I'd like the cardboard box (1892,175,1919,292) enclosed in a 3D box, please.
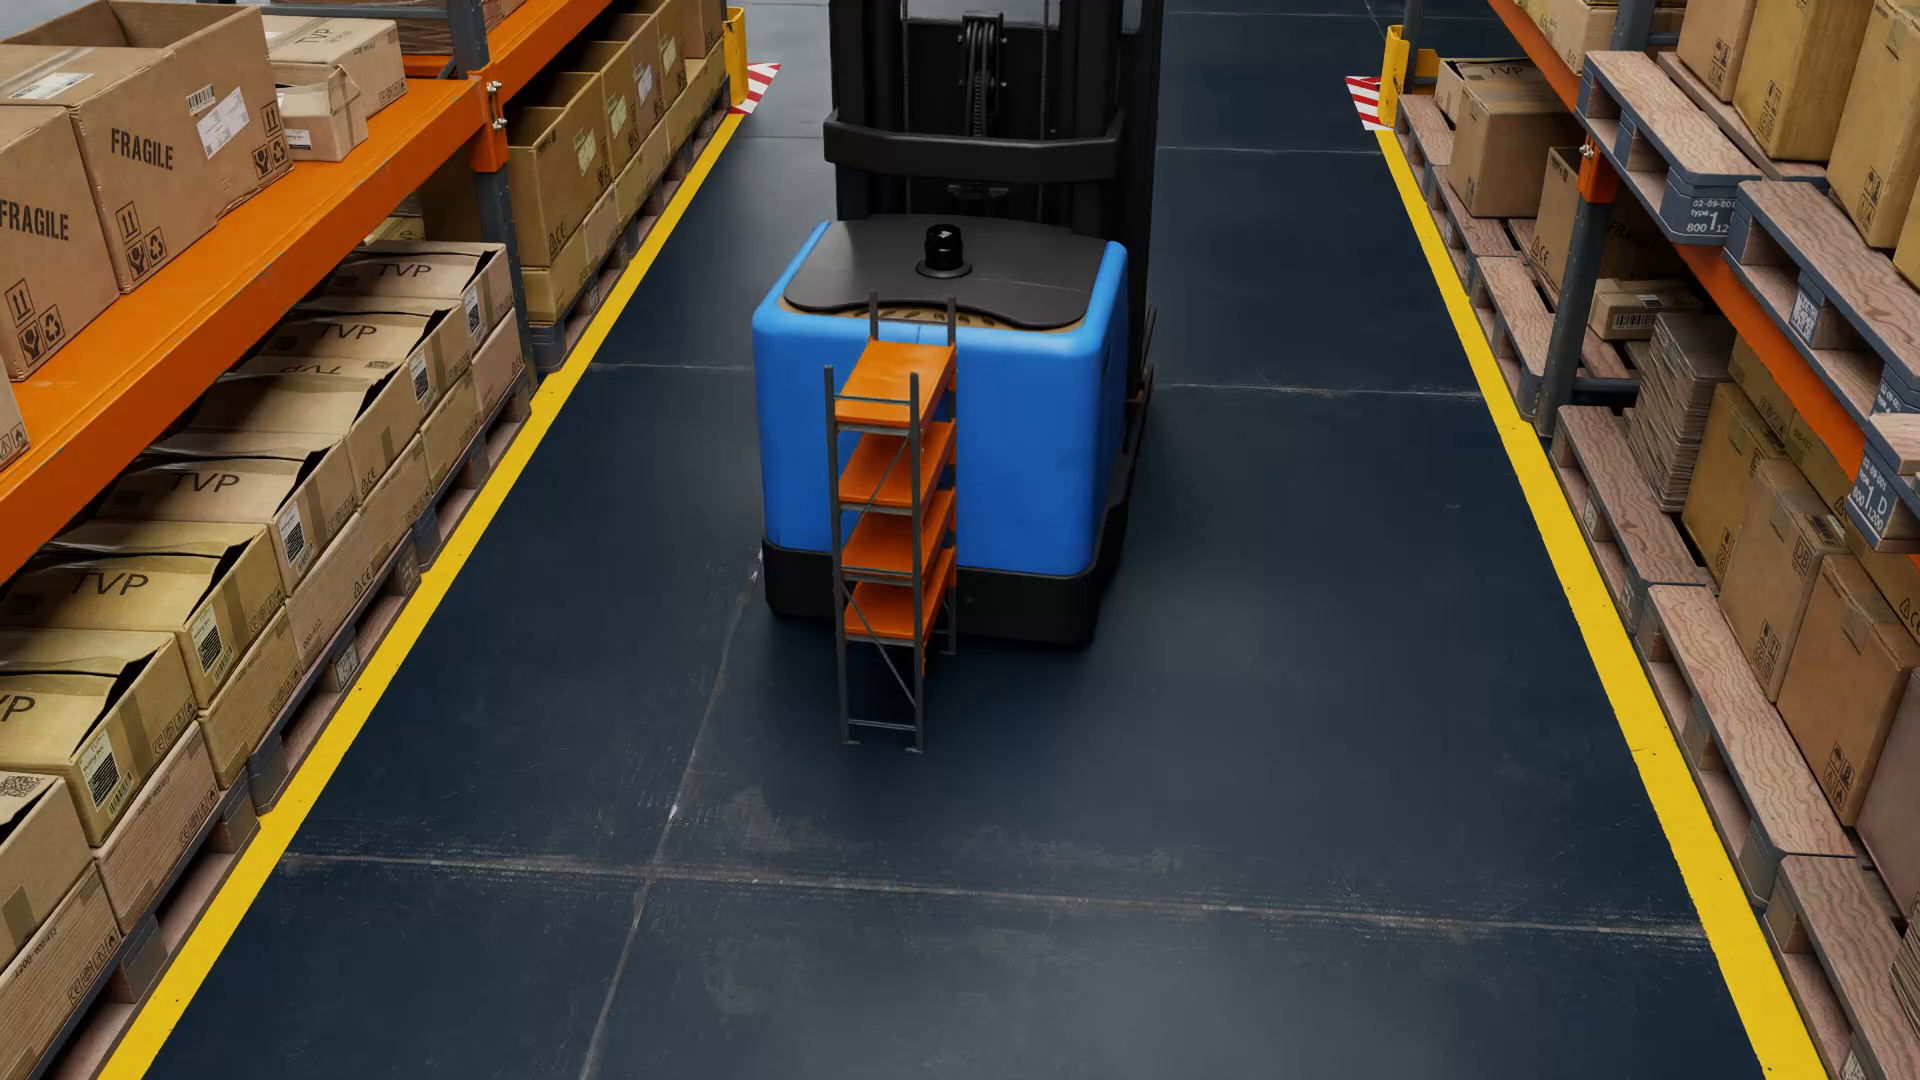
[{"bbox_3d":[2.507,-0.710,3.529,0.700,0.500,0.500,2,32,4],"label":"cardboard box"}]

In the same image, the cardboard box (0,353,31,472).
[{"bbox_3d":[-2.272,-0.213,3.321,0.500,0.311,0.500,2,32,3],"label":"cardboard box"}]

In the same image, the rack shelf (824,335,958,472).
[{"bbox_3d":[-0.177,-0.374,4.464,0.258,0.148,0.480,6,32,9],"label":"rack shelf"}]

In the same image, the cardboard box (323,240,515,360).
[{"bbox_3d":[-1.960,-0.906,6.047,0.500,0.311,0.500,2,32,4],"label":"cardboard box"}]

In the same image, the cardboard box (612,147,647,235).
[{"bbox_3d":[-1.781,-1.643,7.778,0.500,0.250,0.500,2,32,4],"label":"cardboard box"}]

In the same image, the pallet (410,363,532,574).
[{"bbox_3d":[-2.234,-0.309,6.050,1.003,0.211,1.213,2,32,4],"label":"pallet"}]

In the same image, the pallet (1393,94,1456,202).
[{"bbox_3d":[2.943,-2.115,8.981,1.003,0.211,1.213,2,32,4],"label":"pallet"}]

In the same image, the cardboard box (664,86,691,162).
[{"bbox_3d":[-1.704,-2.166,8.627,0.500,0.250,0.500,2,32,4],"label":"cardboard box"}]

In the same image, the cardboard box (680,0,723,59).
[{"bbox_3d":[-1.634,-3.009,9.279,0.500,0.500,0.500,2,32,4],"label":"cardboard box"}]

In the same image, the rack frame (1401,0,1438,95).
[{"bbox_3d":[3.051,-3.765,9.000,1.000,3.000,0.127,2,32,4],"label":"rack frame"}]

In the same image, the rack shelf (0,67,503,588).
[{"bbox_3d":[-2.375,-0.531,4.438,1.077,0.370,4.000,2,32,4],"label":"rack shelf"}]

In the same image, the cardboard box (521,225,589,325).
[{"bbox_3d":[-1.873,-1.121,6.930,0.500,0.250,0.500,2,32,4],"label":"cardboard box"}]

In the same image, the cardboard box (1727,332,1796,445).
[{"bbox_3d":[2.649,-0.500,4.950,0.500,0.250,0.500,2,32,3],"label":"cardboard box"}]

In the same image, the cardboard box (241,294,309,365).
[{"bbox_3d":[-2.541,-0.663,5.653,0.500,0.311,0.500,2,32,3],"label":"cardboard box"}]

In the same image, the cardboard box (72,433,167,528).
[{"bbox_3d":[-2.618,-0.121,4.773,0.500,0.311,0.500,3,32,5],"label":"cardboard box"}]

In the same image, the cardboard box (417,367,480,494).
[{"bbox_3d":[-2.000,-0.398,5.757,0.500,0.250,0.500,2,32,3],"label":"cardboard box"}]

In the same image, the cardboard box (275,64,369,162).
[{"bbox_3d":[-2.101,-1.358,5.223,0.396,0.266,0.258,2,32,3],"label":"cardboard box"}]

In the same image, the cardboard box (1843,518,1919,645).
[{"bbox_3d":[2.552,0.033,4.087,0.500,0.250,0.500,2,32,4],"label":"cardboard box"}]

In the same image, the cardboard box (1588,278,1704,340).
[{"bbox_3d":[2.739,-0.936,6.690,0.380,0.166,0.250,-2,32,-2],"label":"cardboard box"}]

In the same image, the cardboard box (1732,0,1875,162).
[{"bbox_3d":[2.597,-1.347,4.562,0.700,0.500,0.500,6,32,9],"label":"cardboard box"}]

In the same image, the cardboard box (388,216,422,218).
[{"bbox_3d":[-2.342,-1.404,7.390,0.500,0.250,0.500,2,32,4],"label":"cardboard box"}]

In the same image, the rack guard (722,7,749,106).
[{"bbox_3d":[-1.885,-2.923,10.017,1.175,0.500,0.348,2,32,4],"label":"rack guard"}]

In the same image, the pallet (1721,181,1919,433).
[{"bbox_3d":[2.520,-0.537,3.945,1.003,0.211,1.213,2,32,4],"label":"pallet"}]

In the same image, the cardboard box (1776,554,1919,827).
[{"bbox_3d":[2.576,0.391,4.220,0.700,0.500,0.500,2,32,4],"label":"cardboard box"}]

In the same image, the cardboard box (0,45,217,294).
[{"bbox_3d":[-2.375,-0.987,4.398,0.500,0.500,0.500,3,32,4],"label":"cardboard box"}]

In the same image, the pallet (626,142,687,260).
[{"bbox_3d":[-2.009,-1.750,8.388,1.003,0.211,1.213,2,32,4],"label":"pallet"}]

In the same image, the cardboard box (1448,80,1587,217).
[{"bbox_3d":[2.749,-1.851,7.857,0.700,0.500,0.500,1,32,1],"label":"cardboard box"}]

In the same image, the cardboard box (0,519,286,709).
[{"bbox_3d":[-2.125,0.159,4.320,0.500,0.311,0.500,2,32,3],"label":"cardboard box"}]

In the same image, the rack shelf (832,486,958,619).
[{"bbox_3d":[-0.177,0.018,4.705,0.258,0.148,0.480,6,32,9],"label":"rack shelf"}]

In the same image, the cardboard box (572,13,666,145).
[{"bbox_3d":[-1.743,-2.224,8.006,0.500,0.500,0.500,2,32,4],"label":"cardboard box"}]

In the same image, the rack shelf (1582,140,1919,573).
[{"bbox_3d":[2.562,-0.321,4.098,1.077,0.370,4.000,2,32,4],"label":"rack shelf"}]

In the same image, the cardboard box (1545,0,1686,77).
[{"bbox_3d":[2.461,-1.879,6.063,0.500,0.250,0.500,3,32,4],"label":"cardboard box"}]

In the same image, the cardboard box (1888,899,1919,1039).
[{"bbox_3d":[2.406,0.916,3.367,0.700,0.500,0.500,3,32,5],"label":"cardboard box"}]

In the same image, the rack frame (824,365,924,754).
[{"bbox_3d":[-0.222,0.086,4.466,0.240,1.200,0.015,6,32,9],"label":"rack frame"}]

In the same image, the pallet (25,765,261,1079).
[{"bbox_3d":[-2.432,0.967,3.980,1.003,0.211,1.213,2,32,4],"label":"pallet"}]

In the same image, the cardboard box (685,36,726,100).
[{"bbox_3d":[-1.636,-2.690,9.476,0.500,0.250,0.500,2,32,4],"label":"cardboard box"}]

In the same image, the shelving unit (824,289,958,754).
[{"bbox_3d":[-0.177,-0.039,4.670,0.258,1.200,0.503,6,32,9],"label":"shelving unit"}]

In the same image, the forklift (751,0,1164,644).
[{"bbox_3d":[0.159,-1.690,5.699,1.130,2.935,3.031,6,32,9],"label":"forklift"}]

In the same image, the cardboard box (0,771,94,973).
[{"bbox_3d":[-2.203,0.700,3.441,0.500,0.311,0.500,3,32,6],"label":"cardboard box"}]

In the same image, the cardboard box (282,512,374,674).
[{"bbox_3d":[-2.084,0.136,4.891,0.500,0.250,0.500,3,32,5],"label":"cardboard box"}]

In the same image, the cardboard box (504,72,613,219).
[{"bbox_3d":[-1.830,-1.701,7.158,0.500,0.500,0.500,2,32,4],"label":"cardboard box"}]

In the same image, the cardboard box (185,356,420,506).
[{"bbox_3d":[-2.039,-0.373,5.182,0.500,0.311,0.500,2,32,4],"label":"cardboard box"}]

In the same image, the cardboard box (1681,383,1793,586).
[{"bbox_3d":[2.690,-0.139,5.079,0.700,0.500,0.500,2,32,3],"label":"cardboard box"}]

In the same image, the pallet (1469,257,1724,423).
[{"bbox_3d":[2.744,-0.839,6.910,1.003,0.211,1.213,2,32,4],"label":"pallet"}]

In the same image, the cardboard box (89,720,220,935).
[{"bbox_3d":[-2.163,0.676,4.014,0.500,0.250,0.500,2,32,3],"label":"cardboard box"}]

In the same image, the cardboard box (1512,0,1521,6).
[{"bbox_3d":[2.536,-2.403,6.913,0.500,0.250,0.500,2,32,4],"label":"cardboard box"}]

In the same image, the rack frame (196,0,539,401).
[{"bbox_3d":[-2.213,-1.883,5.947,1.000,3.000,0.127,2,32,4],"label":"rack frame"}]

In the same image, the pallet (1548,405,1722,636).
[{"bbox_3d":[2.663,-0.079,5.677,1.003,0.211,1.213,2,32,4],"label":"pallet"}]

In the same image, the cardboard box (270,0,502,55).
[{"bbox_3d":[-2.183,-2.158,6.297,0.700,0.500,0.500,2,32,3],"label":"cardboard box"}]
